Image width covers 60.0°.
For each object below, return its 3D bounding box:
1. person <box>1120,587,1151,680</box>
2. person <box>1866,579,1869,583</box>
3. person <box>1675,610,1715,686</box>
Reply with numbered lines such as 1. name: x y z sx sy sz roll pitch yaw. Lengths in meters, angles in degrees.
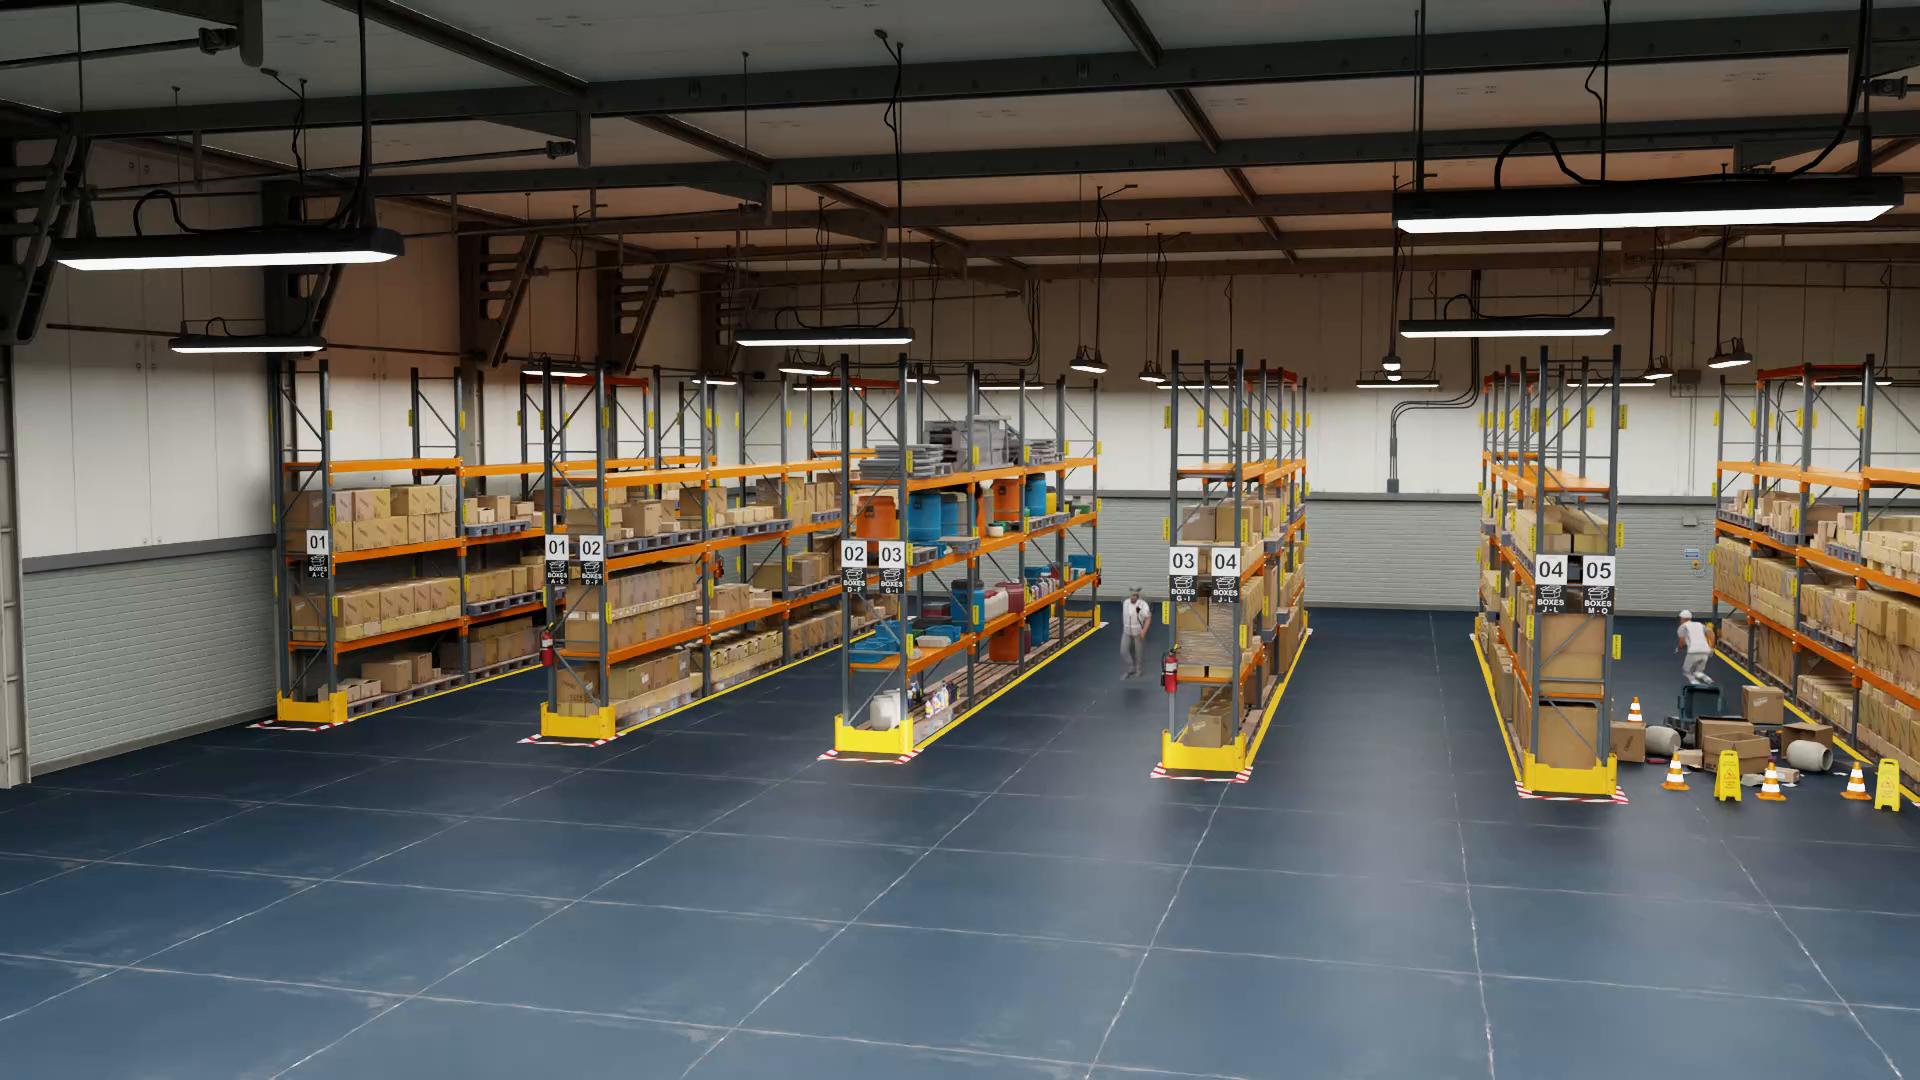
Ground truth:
1. person: 3.191 1.704 30.282 0.662 1.734 0.727 2 5 29
2. person: 18.932 1.645 34.606 0.691 1.745 0.921 -1 4 -15
3. person: 13.237 2.074 29.873 0.682 1.581 0.889 -1 4 -12
